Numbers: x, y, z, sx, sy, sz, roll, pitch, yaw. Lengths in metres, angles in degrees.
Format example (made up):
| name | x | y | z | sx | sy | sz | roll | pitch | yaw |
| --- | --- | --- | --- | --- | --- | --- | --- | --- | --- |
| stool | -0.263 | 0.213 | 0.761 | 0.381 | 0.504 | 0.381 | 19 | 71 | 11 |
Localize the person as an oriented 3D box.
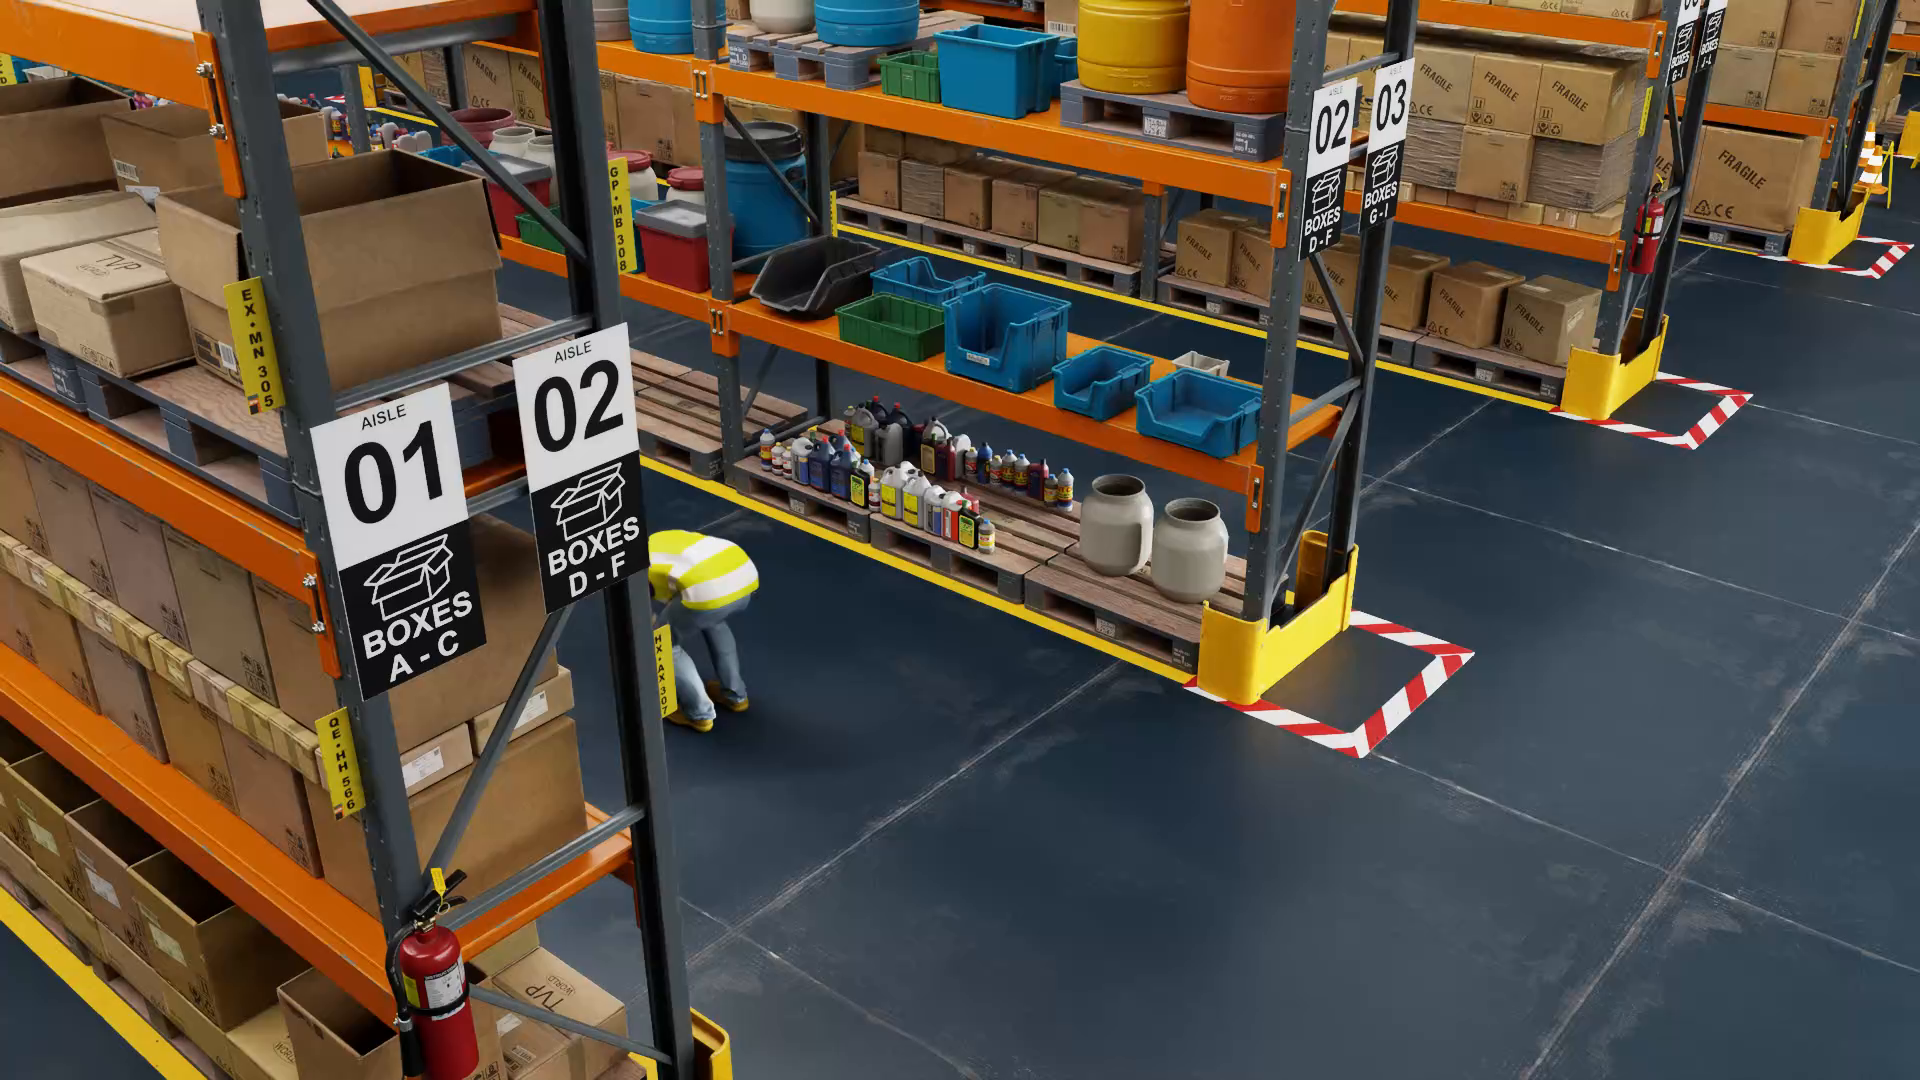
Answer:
| name | x | y | z | sx | sy | sz | roll | pitch | yaw |
| --- | --- | --- | --- | --- | --- | --- | --- | --- | --- |
| person | -1.477 | 0.404 | 8.633 | 0.976 | 1.006 | 0.500 | 19 | 33 | 33 |
